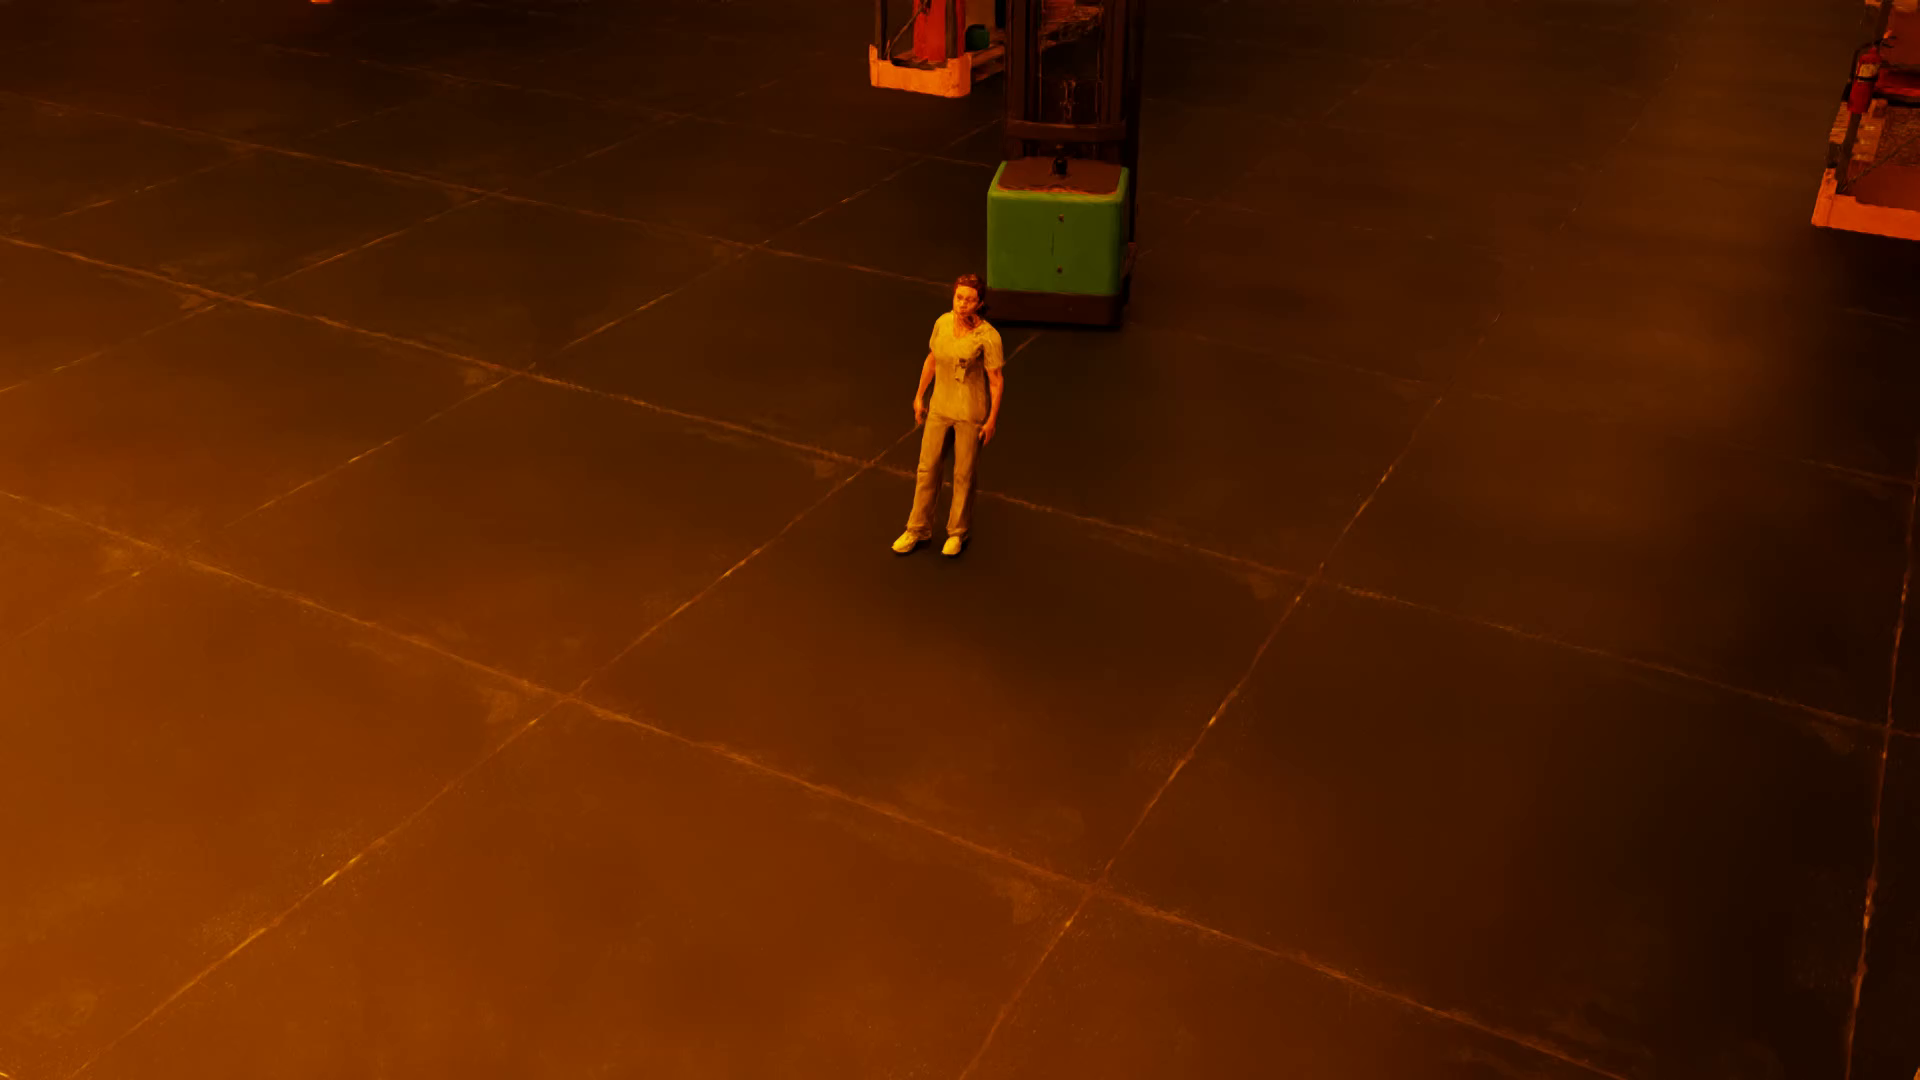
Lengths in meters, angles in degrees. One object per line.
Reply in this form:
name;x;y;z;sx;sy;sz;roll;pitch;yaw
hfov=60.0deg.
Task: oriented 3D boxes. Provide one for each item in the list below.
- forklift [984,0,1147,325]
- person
forklift;0.928;-3.629;13.358;1.130;2.935;3.031;4;30;8
person;-0.047;-0.703;9.530;0.550;1.674;0.548;15;33;25
